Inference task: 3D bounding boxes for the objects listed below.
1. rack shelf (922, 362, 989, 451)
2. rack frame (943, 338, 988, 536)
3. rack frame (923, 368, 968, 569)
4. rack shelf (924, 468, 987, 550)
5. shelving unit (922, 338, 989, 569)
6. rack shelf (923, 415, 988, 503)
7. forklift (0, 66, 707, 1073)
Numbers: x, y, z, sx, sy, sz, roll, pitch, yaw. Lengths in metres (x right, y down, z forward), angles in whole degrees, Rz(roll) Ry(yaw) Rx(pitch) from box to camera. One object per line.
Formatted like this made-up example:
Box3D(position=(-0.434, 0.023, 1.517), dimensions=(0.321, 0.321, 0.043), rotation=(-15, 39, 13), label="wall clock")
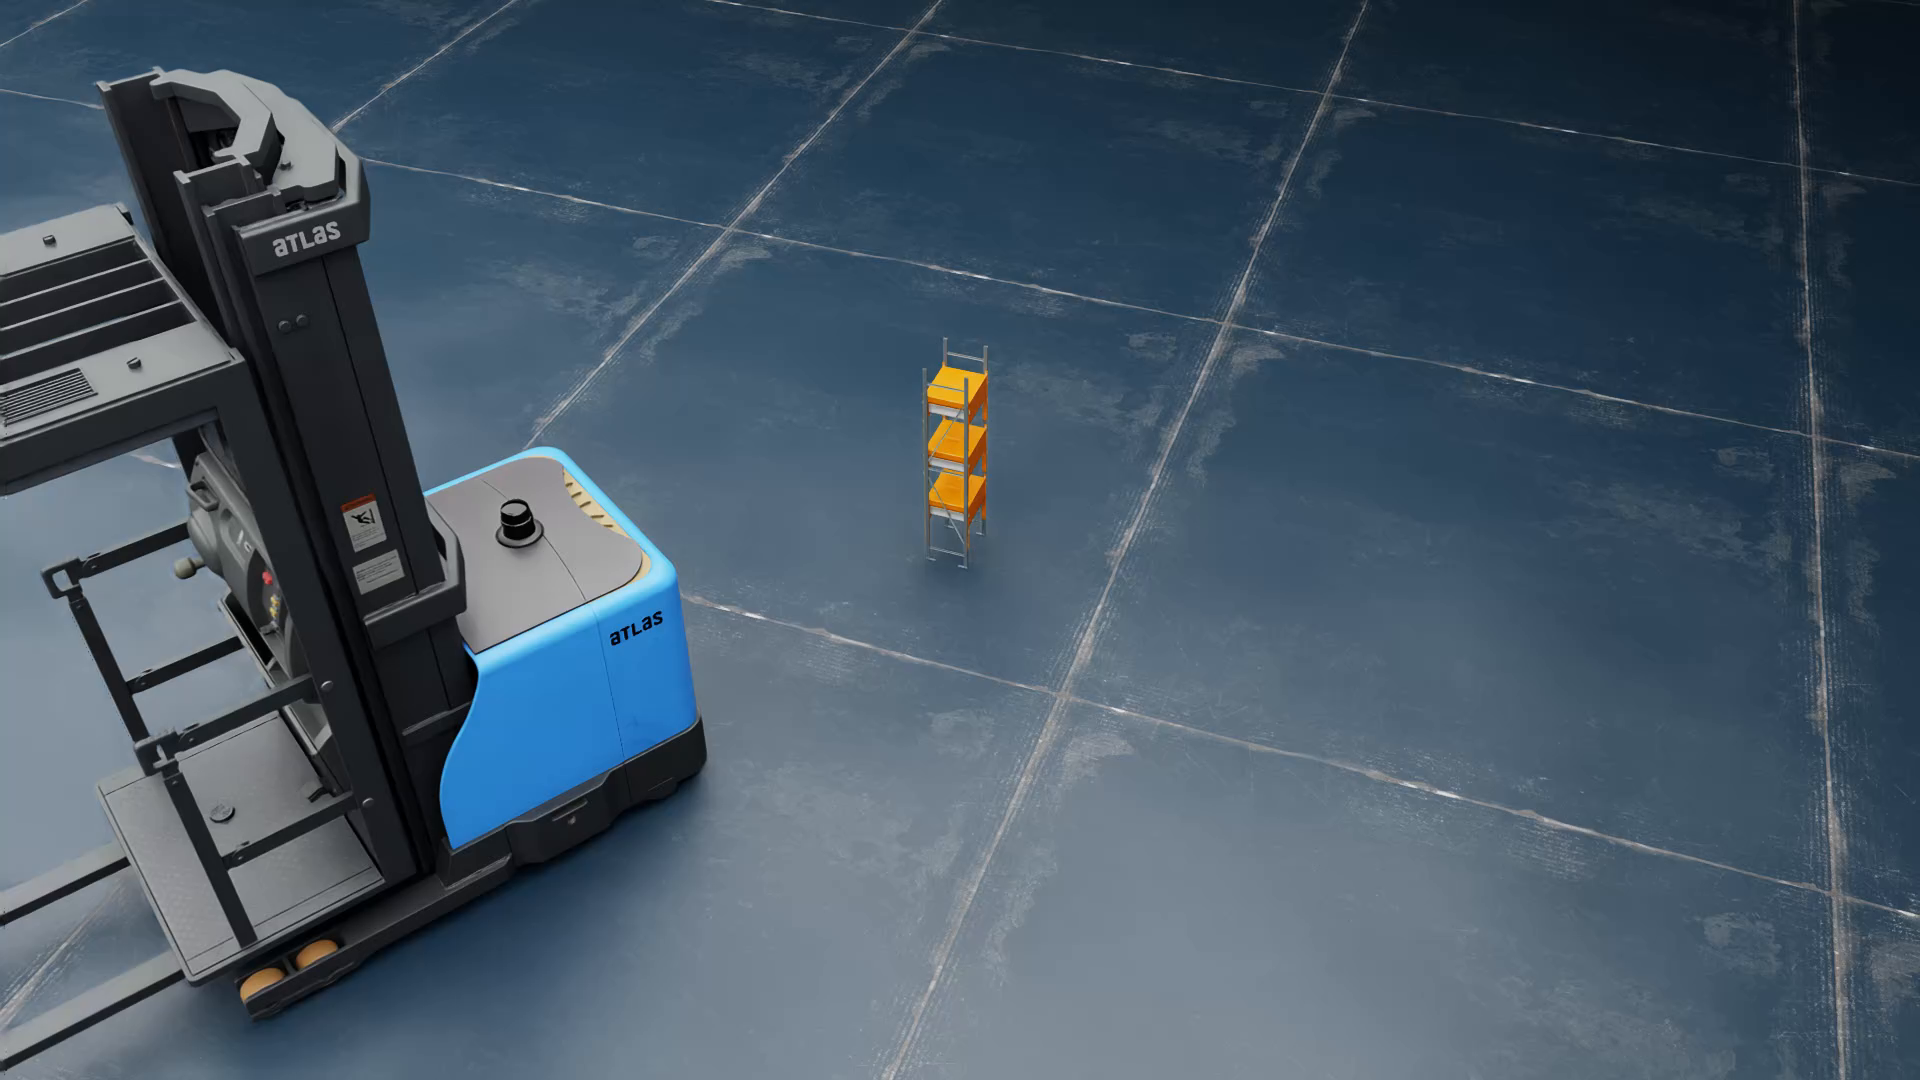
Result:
Box3D(position=(-0.018, -0.575, 7.147), dimensions=(0.215, 0.259, 0.240), rotation=(13, 42, 15), label="rack shelf")
Box3D(position=(0.023, -0.441, 7.412), dimensions=(0.200, 1.050, 0.008), rotation=(13, 42, 15), label="rack frame")
Box3D(position=(-0.060, -0.292, 7.237), dimensions=(0.200, 1.050, 0.008), rotation=(13, 42, 15), label="rack frame")
Box3D(position=(-0.018, -0.147, 7.512), dimensions=(0.215, 0.259, 0.240), rotation=(13, 42, 15), label="rack shelf")
Box3D(position=(-0.018, -0.367, 7.325), dimensions=(0.215, 1.050, 0.252), rotation=(13, 42, 15), label="shelving unit")
Box3D(position=(-0.018, -0.359, 7.331), dimensions=(0.215, 0.259, 0.240), rotation=(13, 42, 15), label="rack shelf")
Box3D(position=(-2.479, 0.143, 5.277), dimensions=(3.031, 2.935, 1.130), rotation=(-27, 47, -28), label="forklift")
